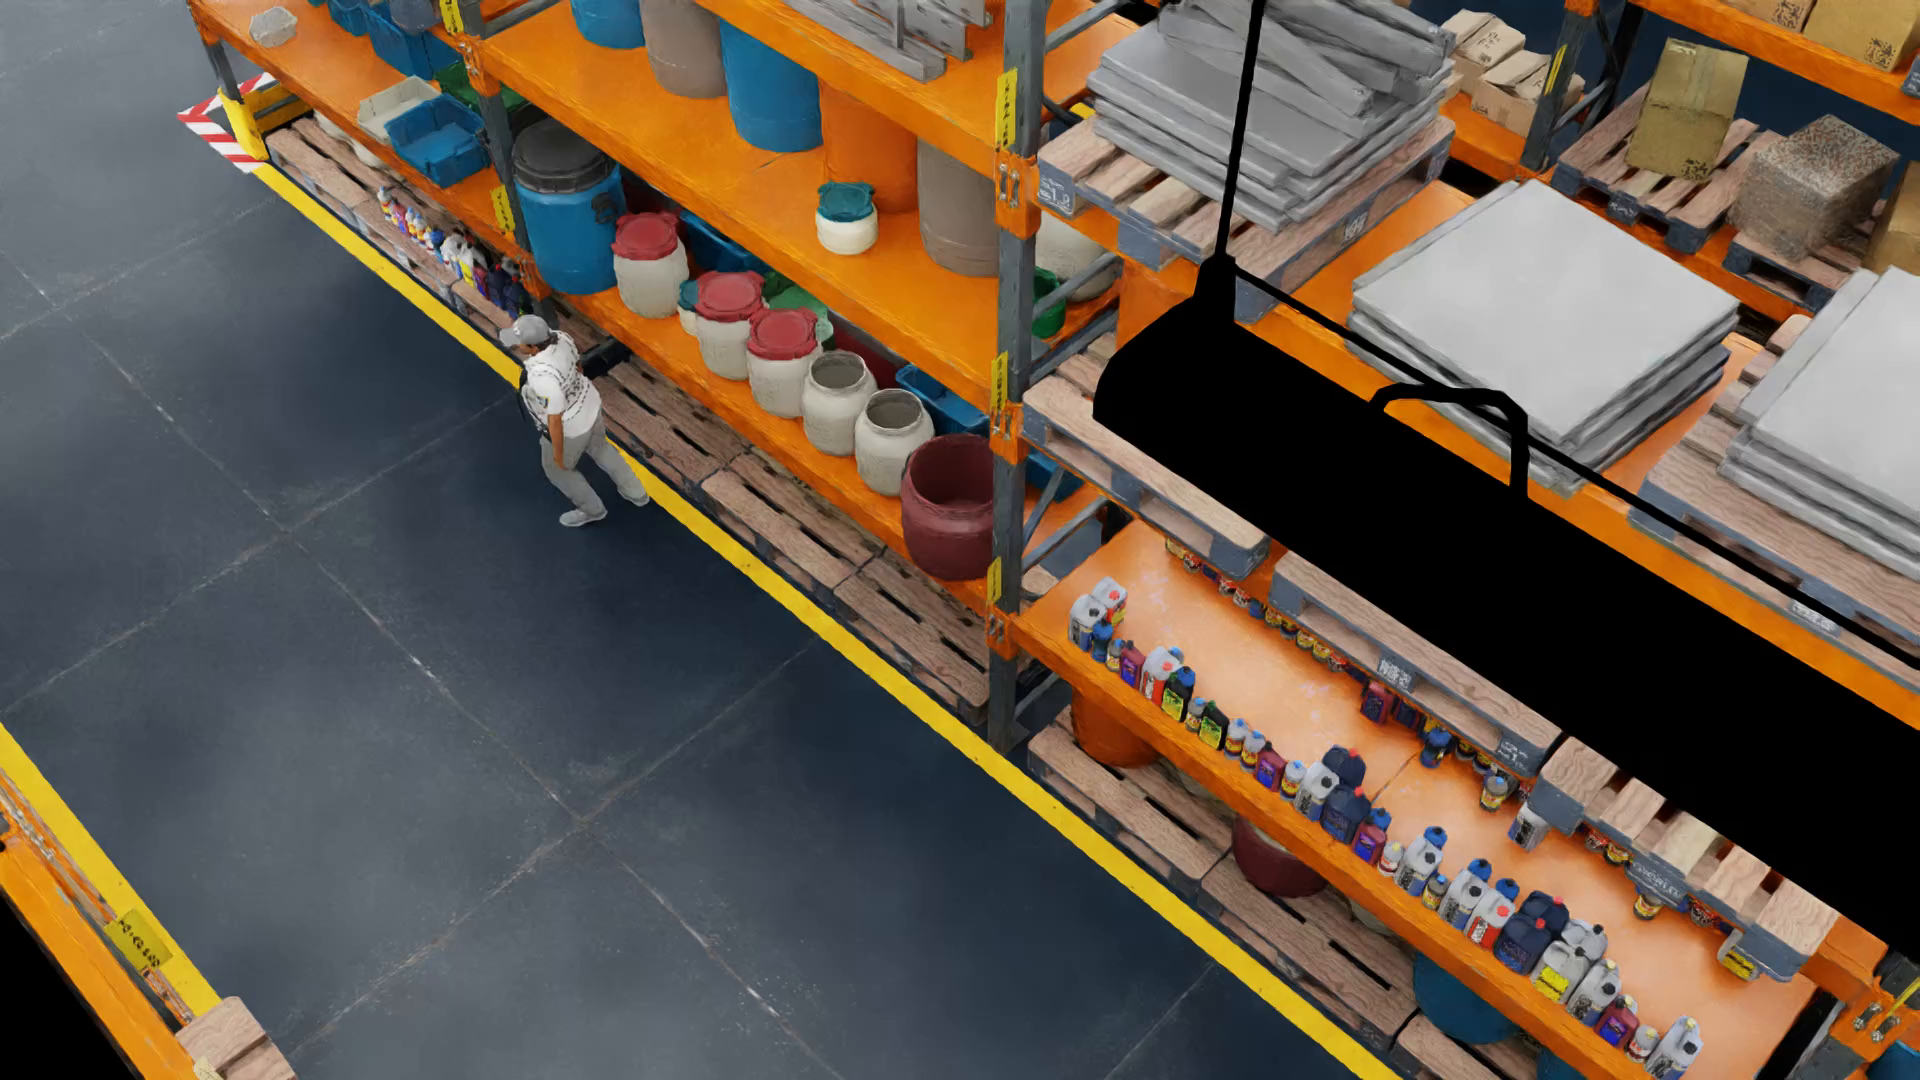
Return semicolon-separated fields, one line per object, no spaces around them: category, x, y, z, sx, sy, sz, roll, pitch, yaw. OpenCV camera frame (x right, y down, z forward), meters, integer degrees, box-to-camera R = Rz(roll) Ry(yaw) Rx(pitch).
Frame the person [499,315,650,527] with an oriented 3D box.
person;-2.282;-0.711;9.939;0.626;1.651;0.585;6;50;5
